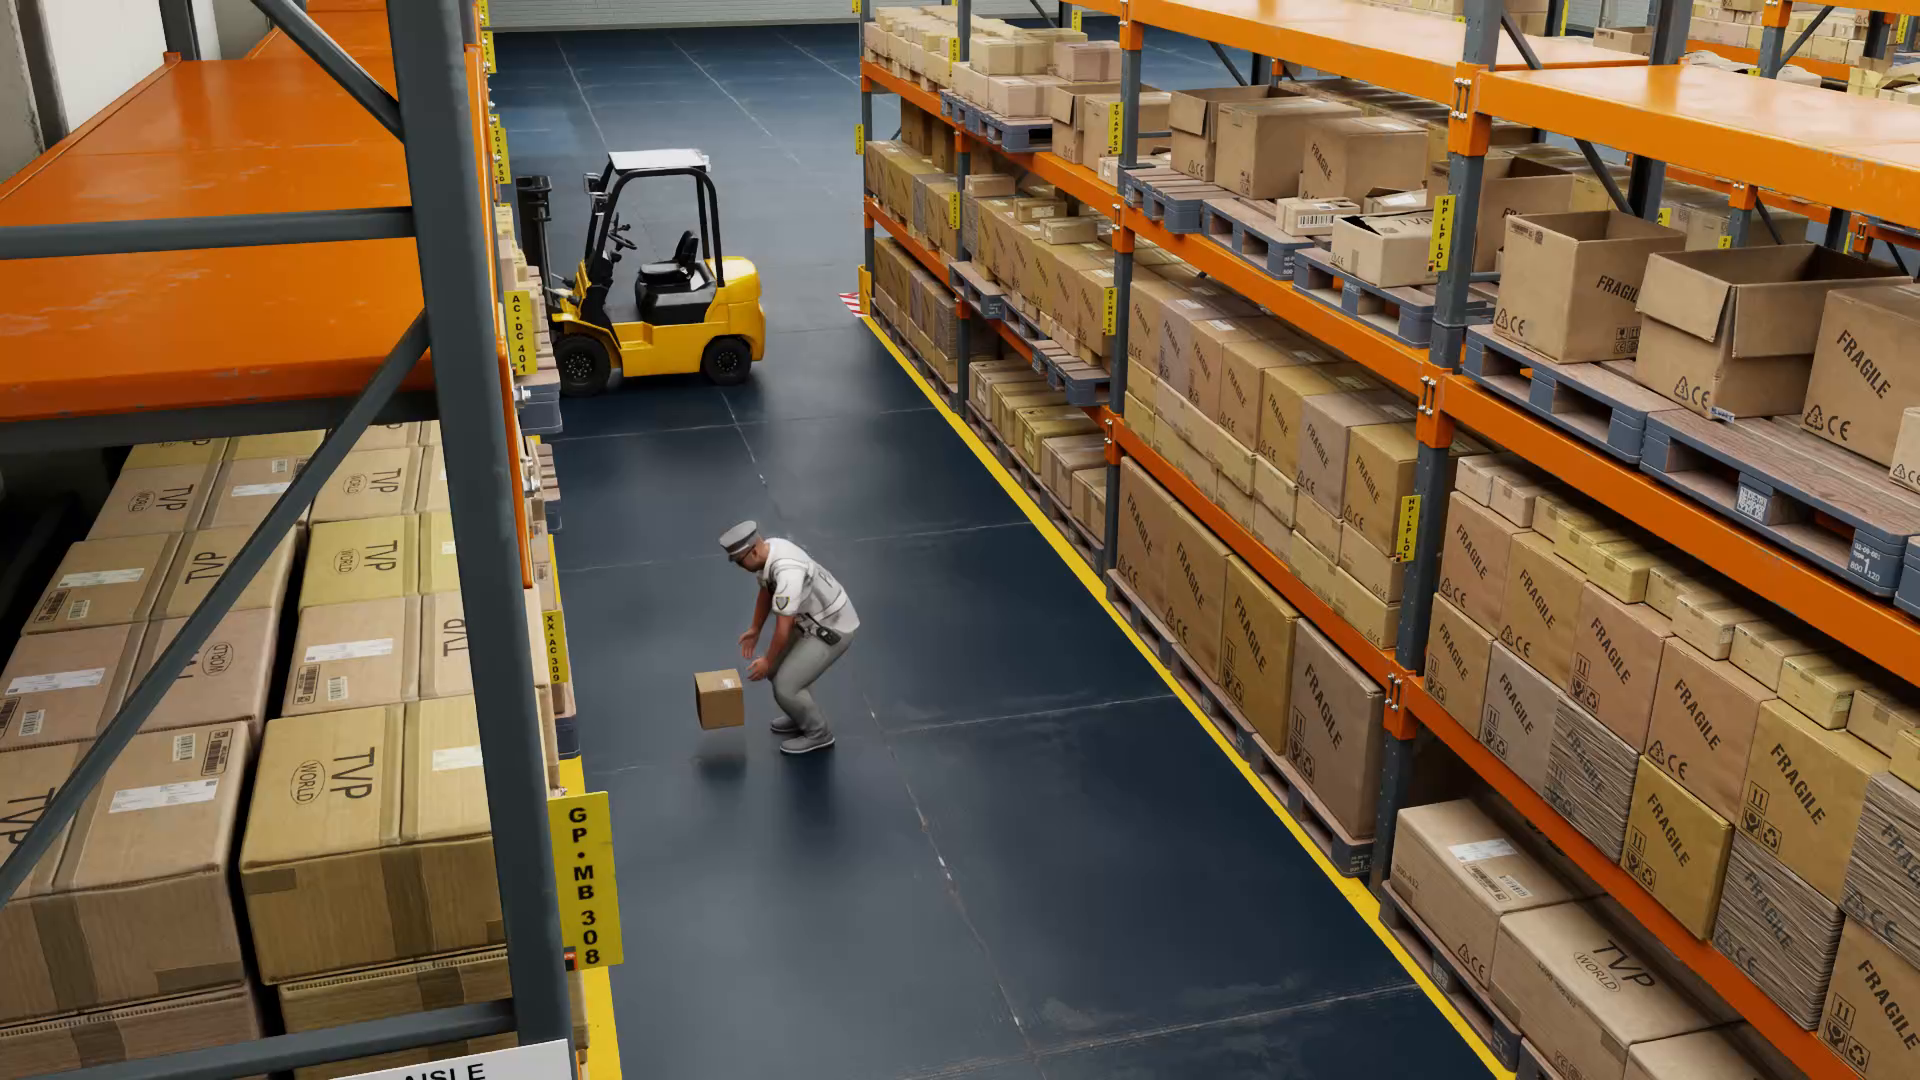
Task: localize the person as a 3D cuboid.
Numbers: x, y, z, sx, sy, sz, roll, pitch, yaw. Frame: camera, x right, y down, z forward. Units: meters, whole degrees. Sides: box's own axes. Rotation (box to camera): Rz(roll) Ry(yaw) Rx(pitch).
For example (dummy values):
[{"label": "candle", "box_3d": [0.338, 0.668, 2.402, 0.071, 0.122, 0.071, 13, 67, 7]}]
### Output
[{"label": "person", "box_3d": [-0.991, 0.572, 9.710, 0.823, 1.383, 0.590, -6, 24, -14]}]
